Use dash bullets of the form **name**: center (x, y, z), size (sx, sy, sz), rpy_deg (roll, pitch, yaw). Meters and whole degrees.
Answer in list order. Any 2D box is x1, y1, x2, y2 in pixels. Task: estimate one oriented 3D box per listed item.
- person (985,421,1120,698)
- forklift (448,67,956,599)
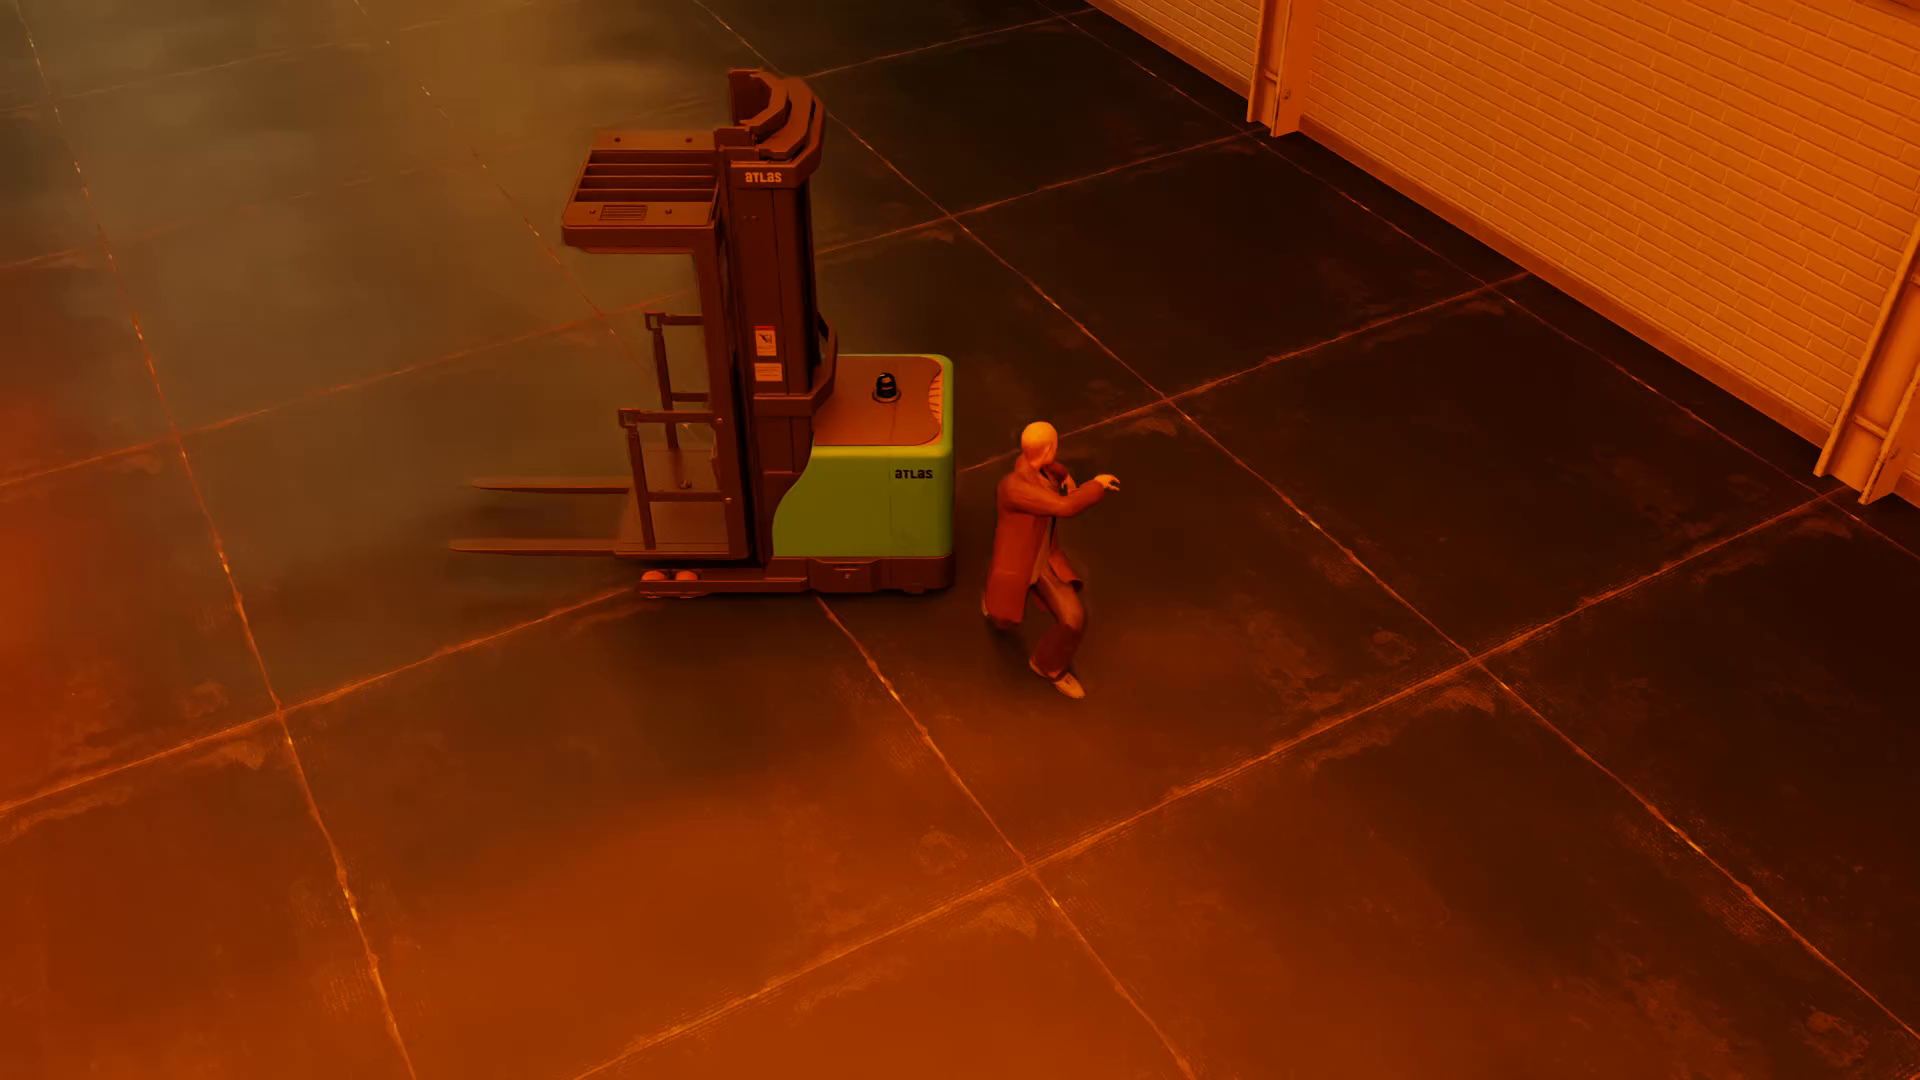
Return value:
- **person**: center (0.511, -0.006, 9.206), size (0.862, 1.511, 1.042), rpy_deg (-24, 45, -26)
- **forklift**: center (-1.541, -1.118, 9.384), size (3.031, 2.935, 1.130), rpy_deg (0, 40, 0)
